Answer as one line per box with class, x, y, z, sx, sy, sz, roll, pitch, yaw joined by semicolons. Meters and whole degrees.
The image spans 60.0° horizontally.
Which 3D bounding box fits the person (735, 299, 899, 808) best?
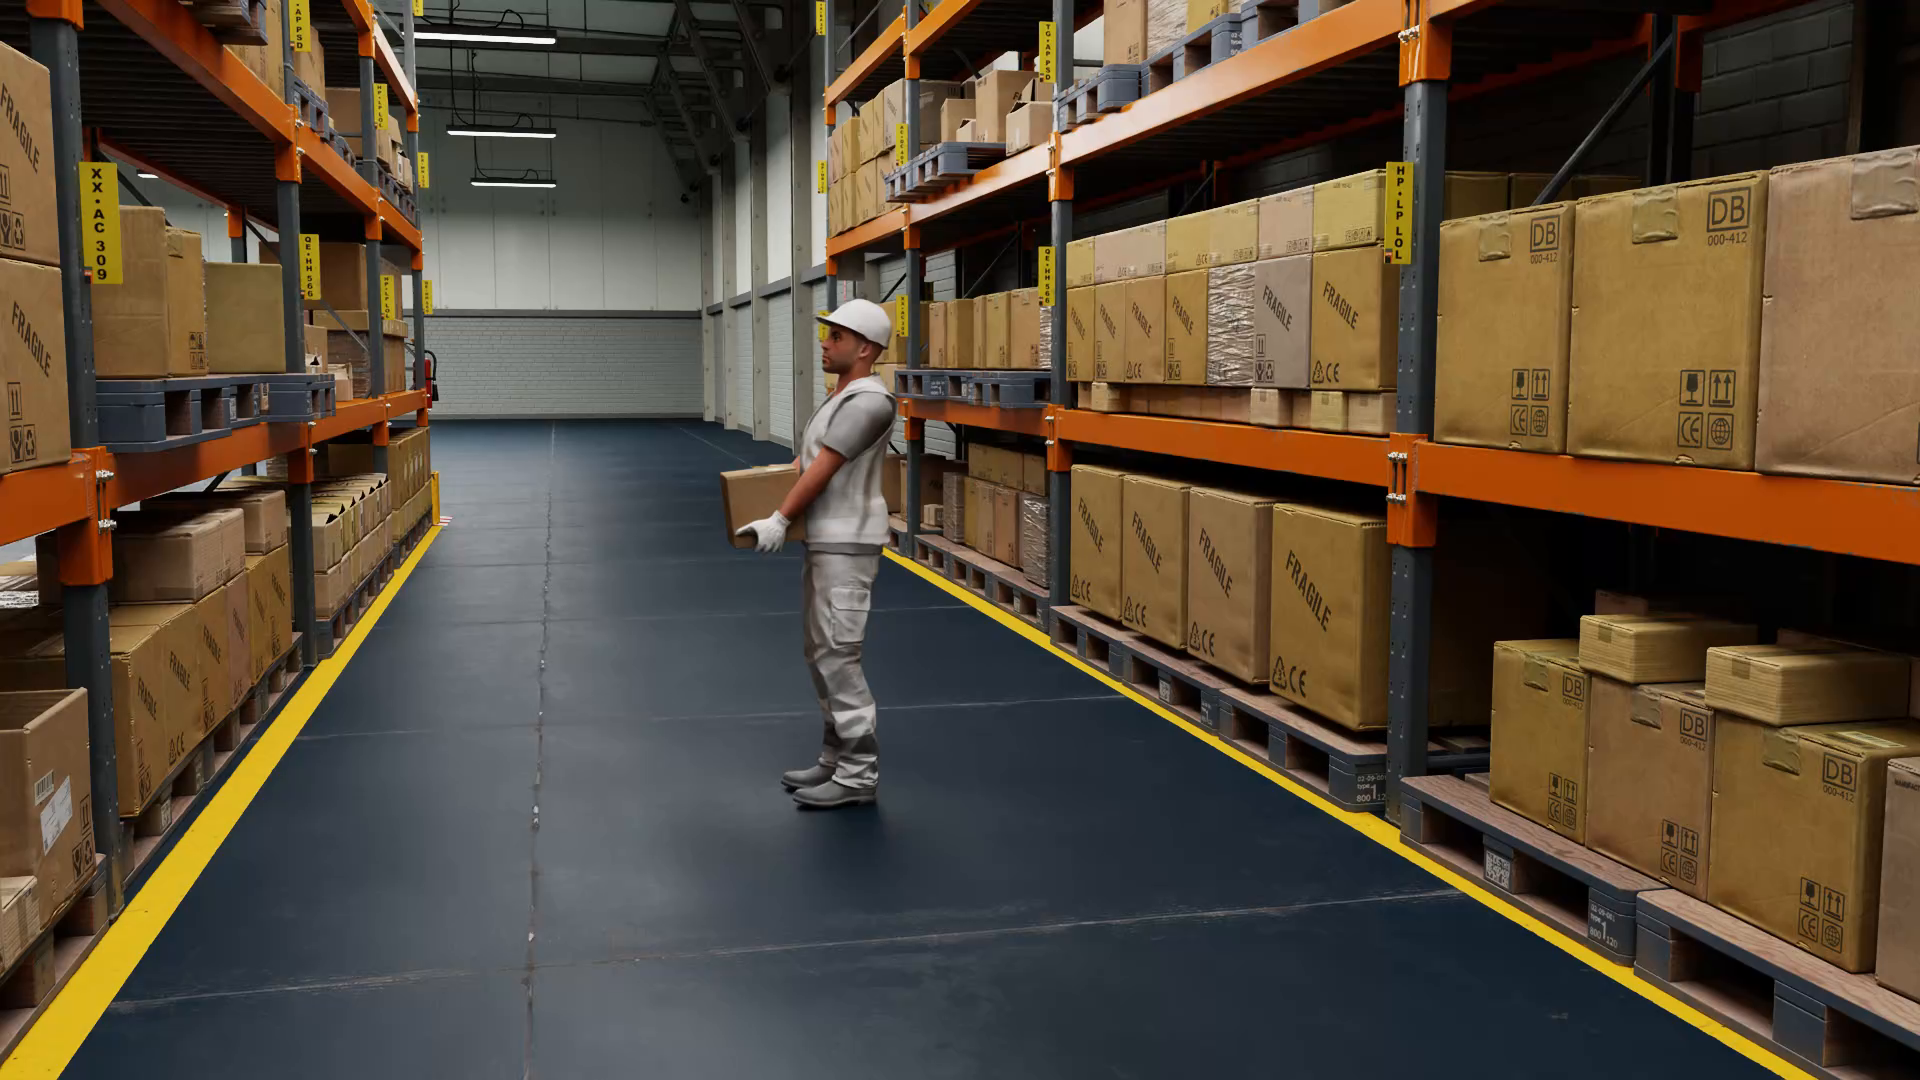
person;-0.521;0.044;5.892;0.572;1.782;0.493;-1;6;-13
